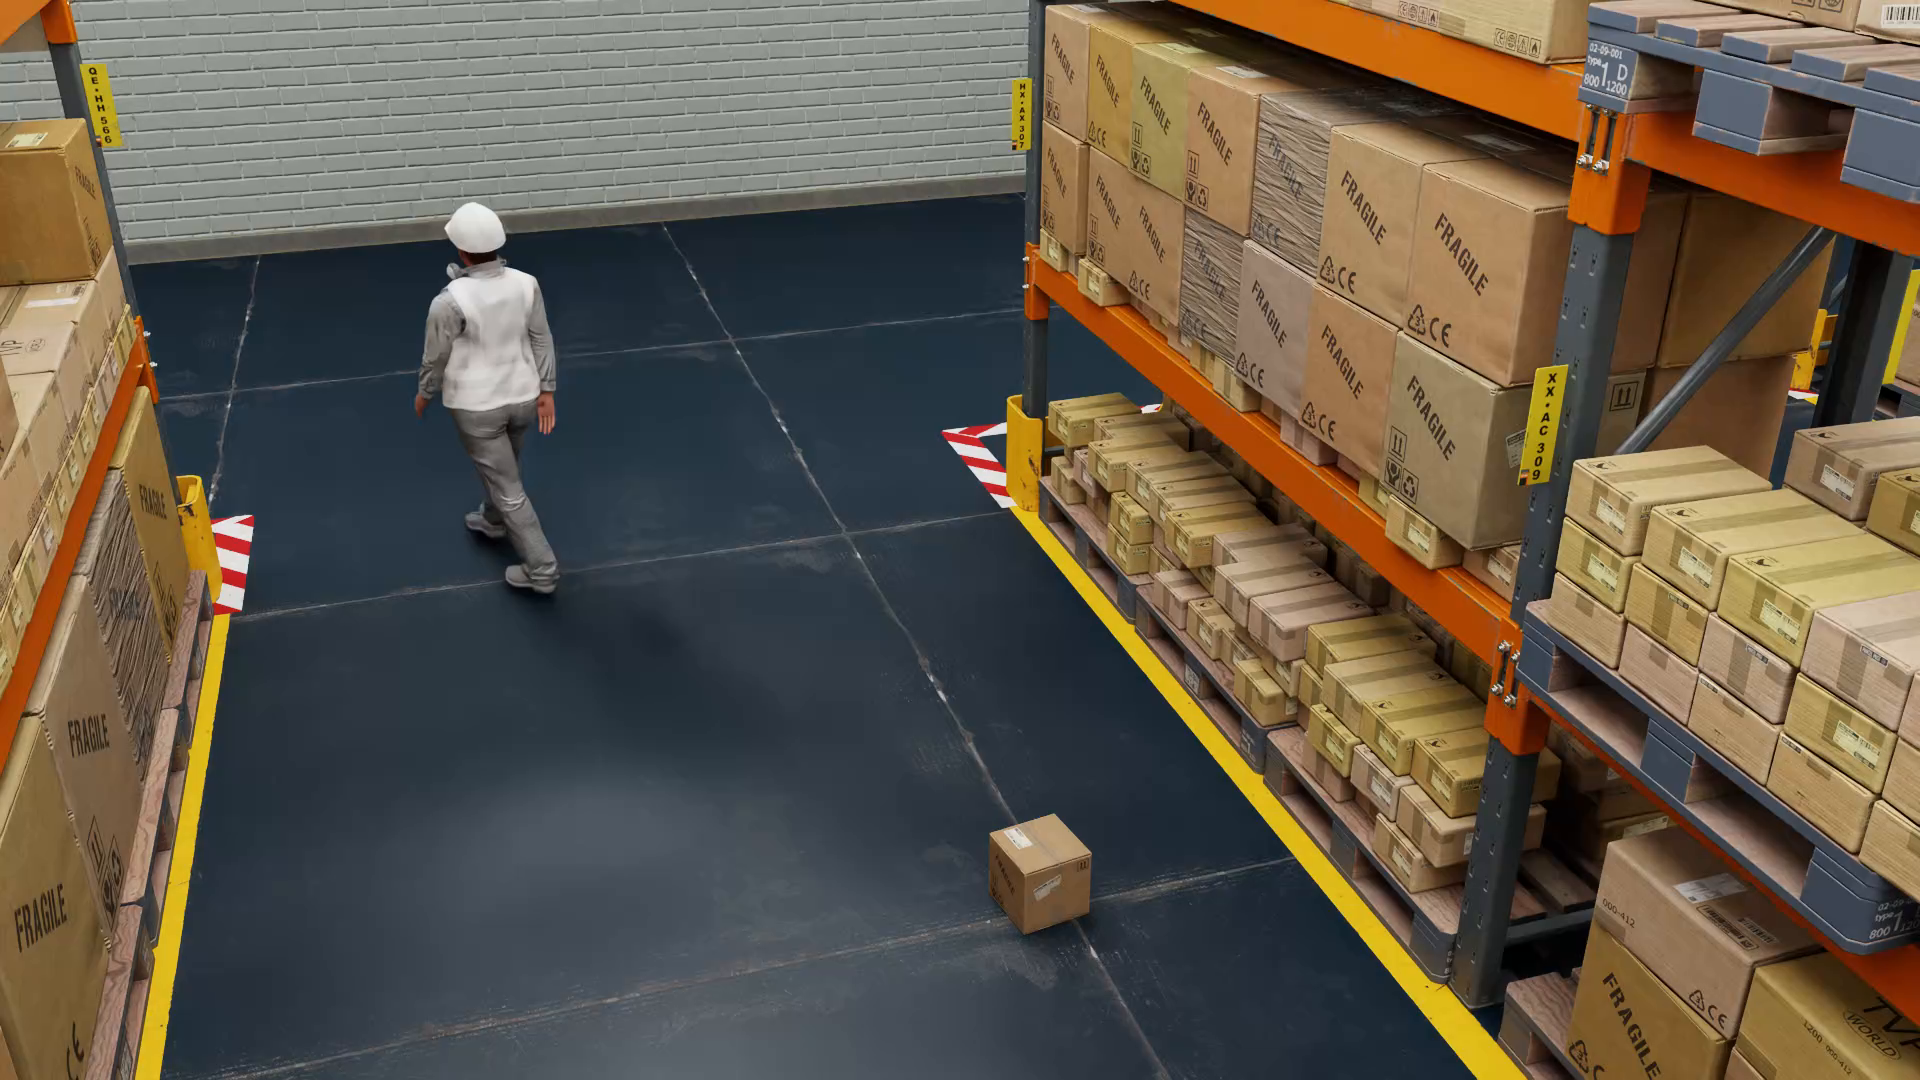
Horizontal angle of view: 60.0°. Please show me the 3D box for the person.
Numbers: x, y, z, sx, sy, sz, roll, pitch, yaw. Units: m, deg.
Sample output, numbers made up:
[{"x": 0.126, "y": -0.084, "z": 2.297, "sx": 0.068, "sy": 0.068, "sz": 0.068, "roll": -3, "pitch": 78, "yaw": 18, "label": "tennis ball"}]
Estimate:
[{"x": -2.158, "y": -0.672, "z": 7.422, "sx": 0.952, "sy": 1.726, "sz": 0.551, "roll": 21, "pitch": 33, "yaw": 36, "label": "person"}]
